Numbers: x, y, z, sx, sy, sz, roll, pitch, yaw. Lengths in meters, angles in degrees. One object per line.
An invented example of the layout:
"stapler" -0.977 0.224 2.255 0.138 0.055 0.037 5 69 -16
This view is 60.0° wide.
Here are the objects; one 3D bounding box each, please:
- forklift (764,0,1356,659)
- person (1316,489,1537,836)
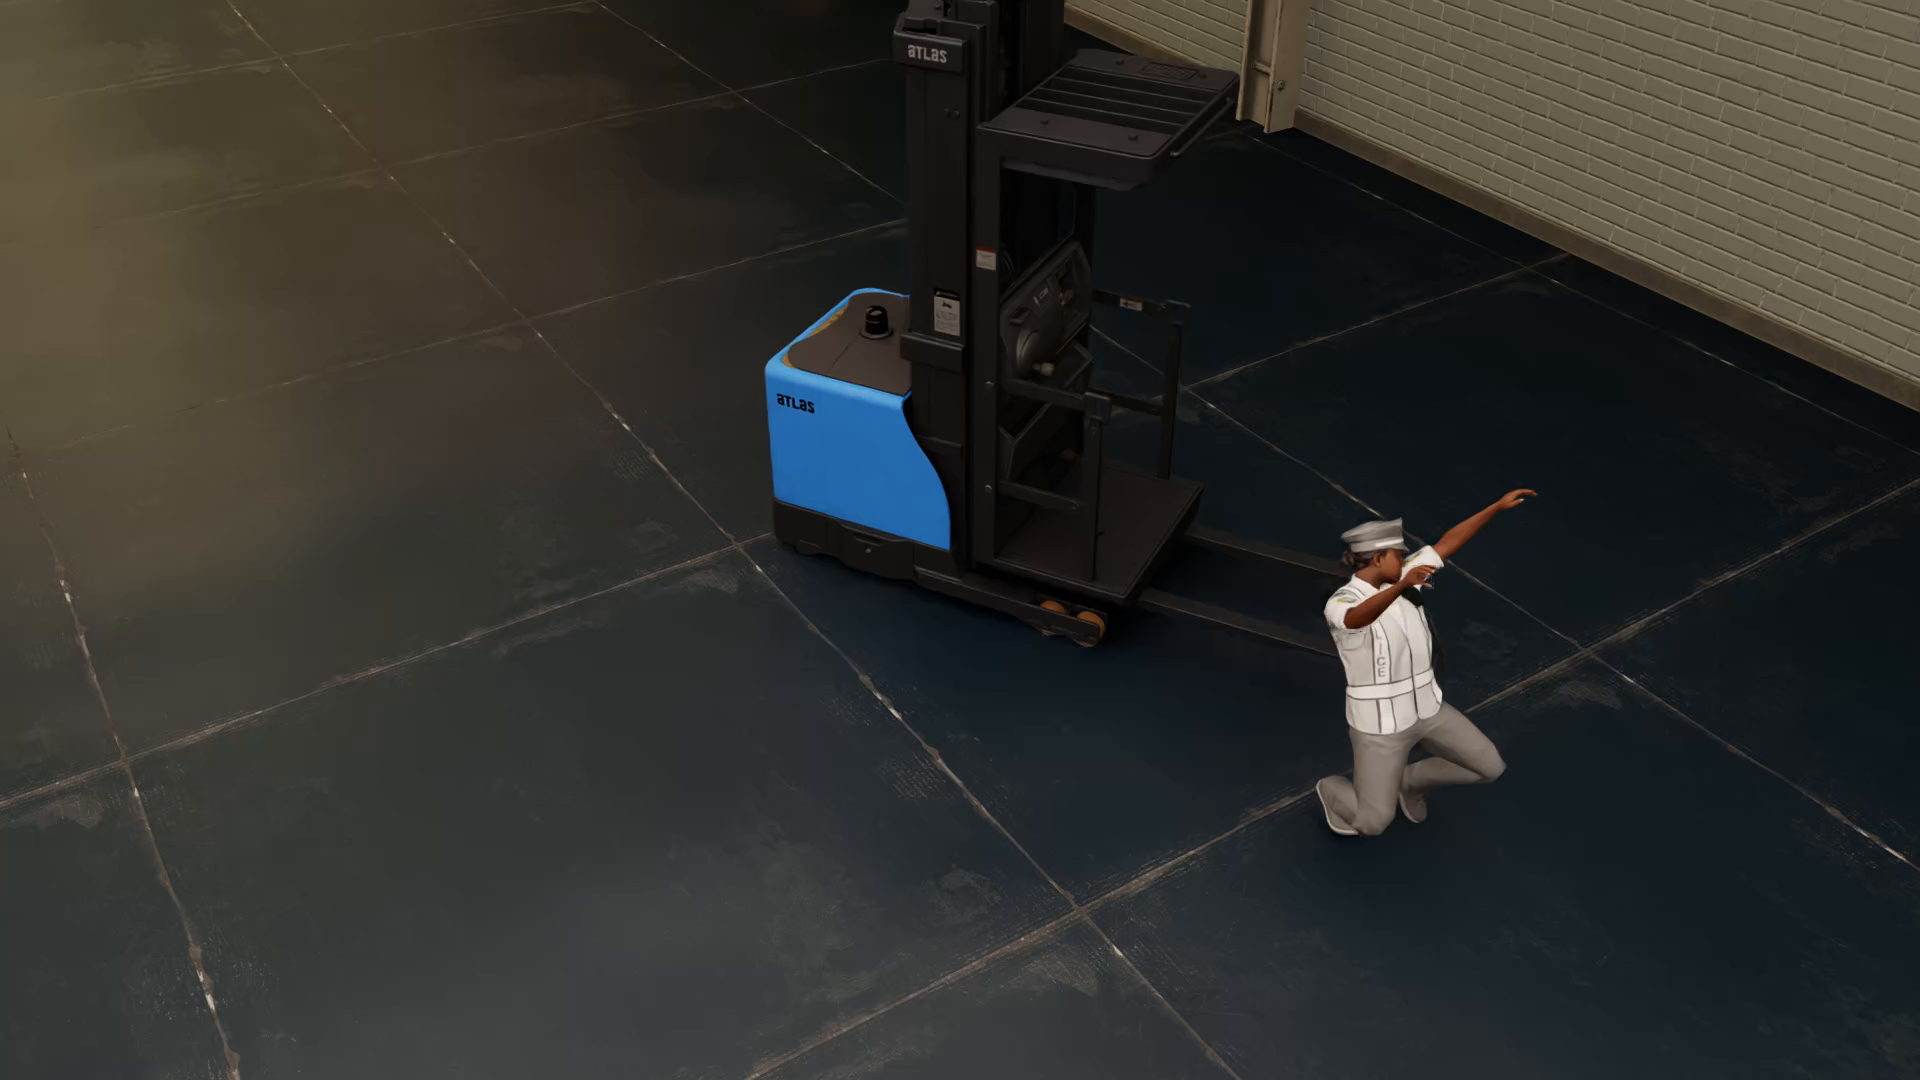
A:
"forklift" 0.583 -1.039 7.626 3.031 2.935 1.130 16 38 22
"person" 1.815 0.522 6.602 0.932 1.589 0.795 -20 40 -25
